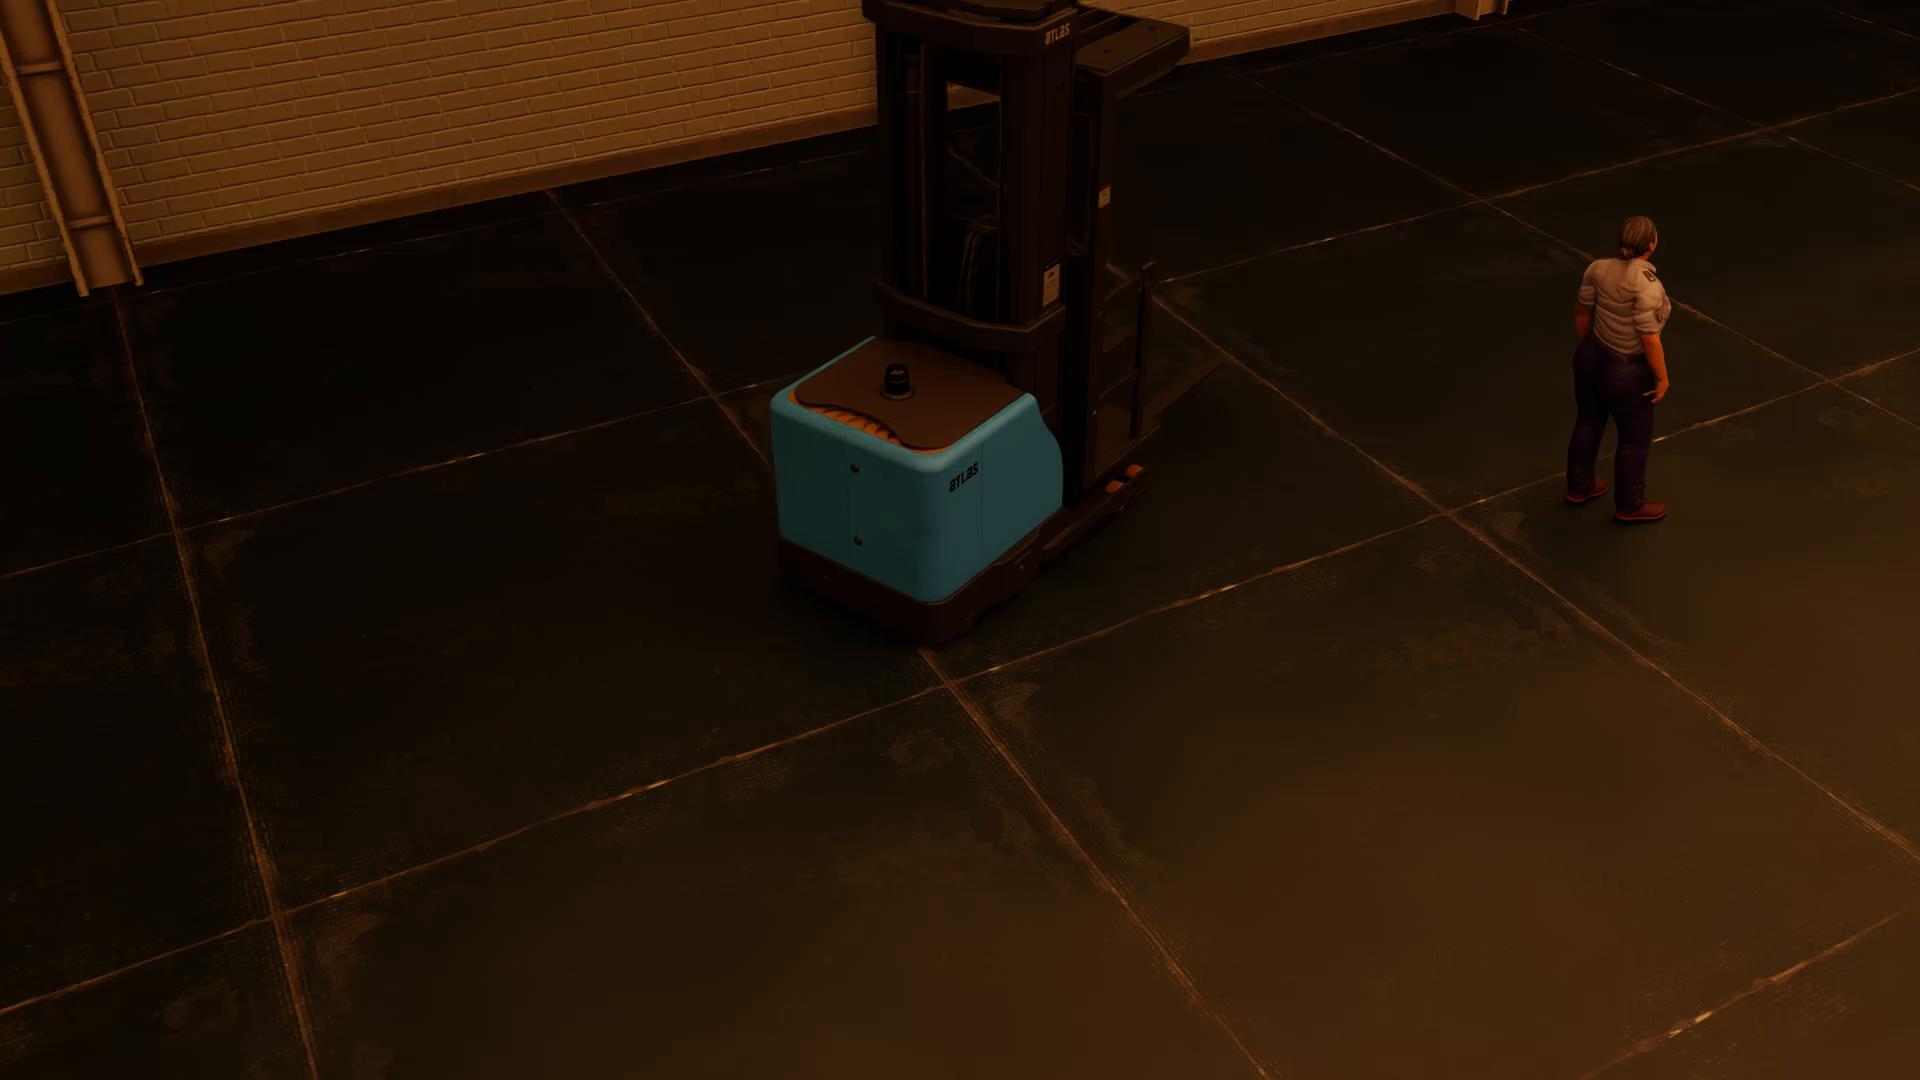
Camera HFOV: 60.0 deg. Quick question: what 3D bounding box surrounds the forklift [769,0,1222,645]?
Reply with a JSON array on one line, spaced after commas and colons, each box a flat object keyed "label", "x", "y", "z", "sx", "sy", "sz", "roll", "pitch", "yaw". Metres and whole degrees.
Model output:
[{"label": "forklift", "x": 0.375, "y": -1.500, "z": 8.245, "sx": 1.130, "sy": 2.935, "sz": 3.031, "roll": 23, "pitch": 41, "yaw": 29}]

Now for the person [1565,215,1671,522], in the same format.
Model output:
[{"label": "person", "x": 3.420, "y": -0.889, "z": 8.481, "sx": 0.502, "sy": 1.650, "sz": 0.596, "roll": -17, "pitch": 39, "yaw": -22}]
